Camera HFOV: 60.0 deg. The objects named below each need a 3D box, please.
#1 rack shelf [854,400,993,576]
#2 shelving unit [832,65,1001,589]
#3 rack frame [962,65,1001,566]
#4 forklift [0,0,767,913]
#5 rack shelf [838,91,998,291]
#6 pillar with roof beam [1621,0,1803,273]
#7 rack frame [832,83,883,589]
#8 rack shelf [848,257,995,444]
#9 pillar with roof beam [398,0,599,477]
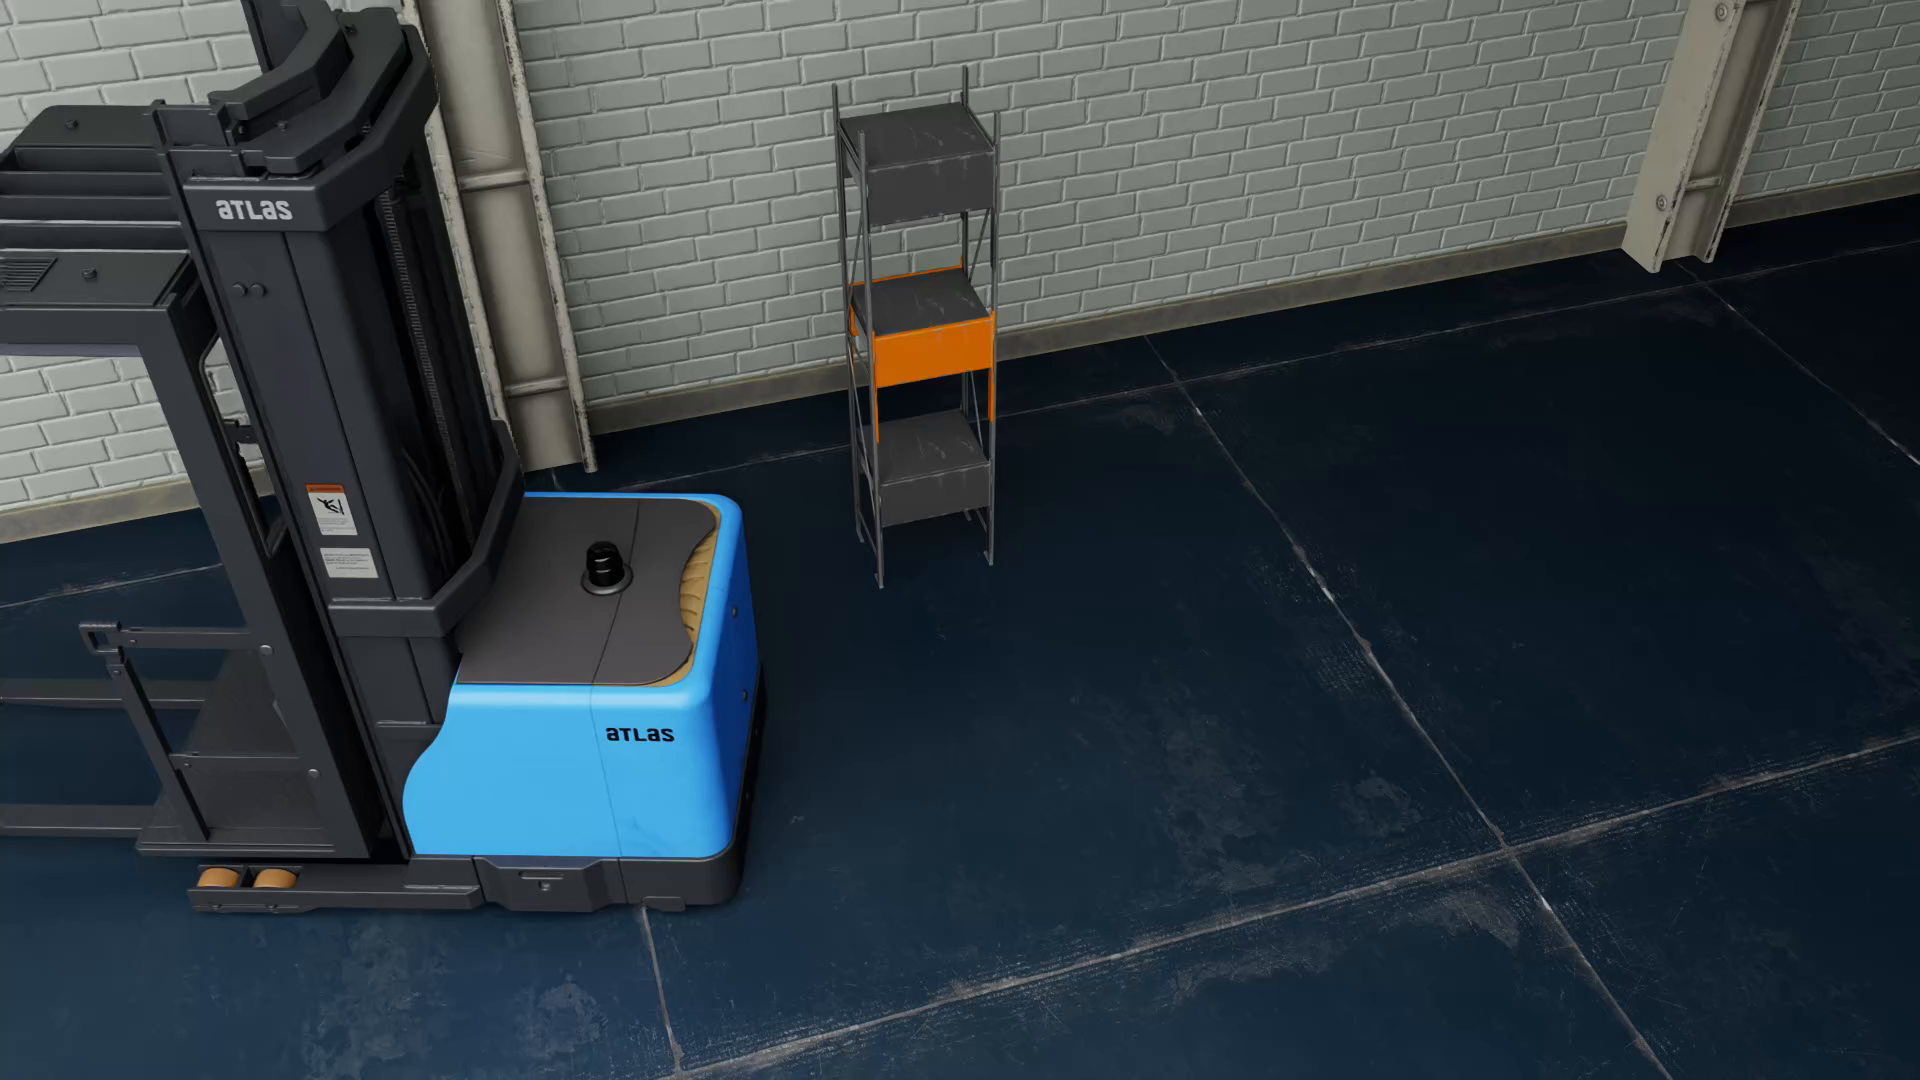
[{"bbox_3d":[-0.158,-0.221,6.991,0.480,0.518,0.431,-12,42,-13],"label":"rack shelf"},{"bbox_3d":[-0.158,-0.758,6.522,0.503,2.100,0.431,-12,42,-13],"label":"shelving unit"},{"bbox_3d":[0.075,-0.806,6.577,0.015,2.100,0.400,-12,42,-13],"label":"rack frame"},{"bbox_3d":[-2.267,-0.158,5.203,3.031,2.935,1.130,1,41,1],"label":"forklift"},{"bbox_3d":[-0.158,-1.275,6.070,0.480,0.518,0.431,-12,42,-13],"label":"rack shelf"},{"bbox_3d":[5.126,-2.248,2.983,0.400,9.000,9.100,-12,42,-13],"label":"pillar with roof beam"},{"bbox_3d":[-0.391,-0.710,6.467,0.015,2.100,0.400,-12,42,-13],"label":"rack frame"},{"bbox_3d":[-0.158,-0.748,6.531,0.480,0.518,0.431,-12,42,-13],"label":"rack shelf"},{"bbox_3d":[-0.597,-1.062,1.626,0.400,9.000,9.100,-12,42,-13],"label":"pillar with roof beam"}]
